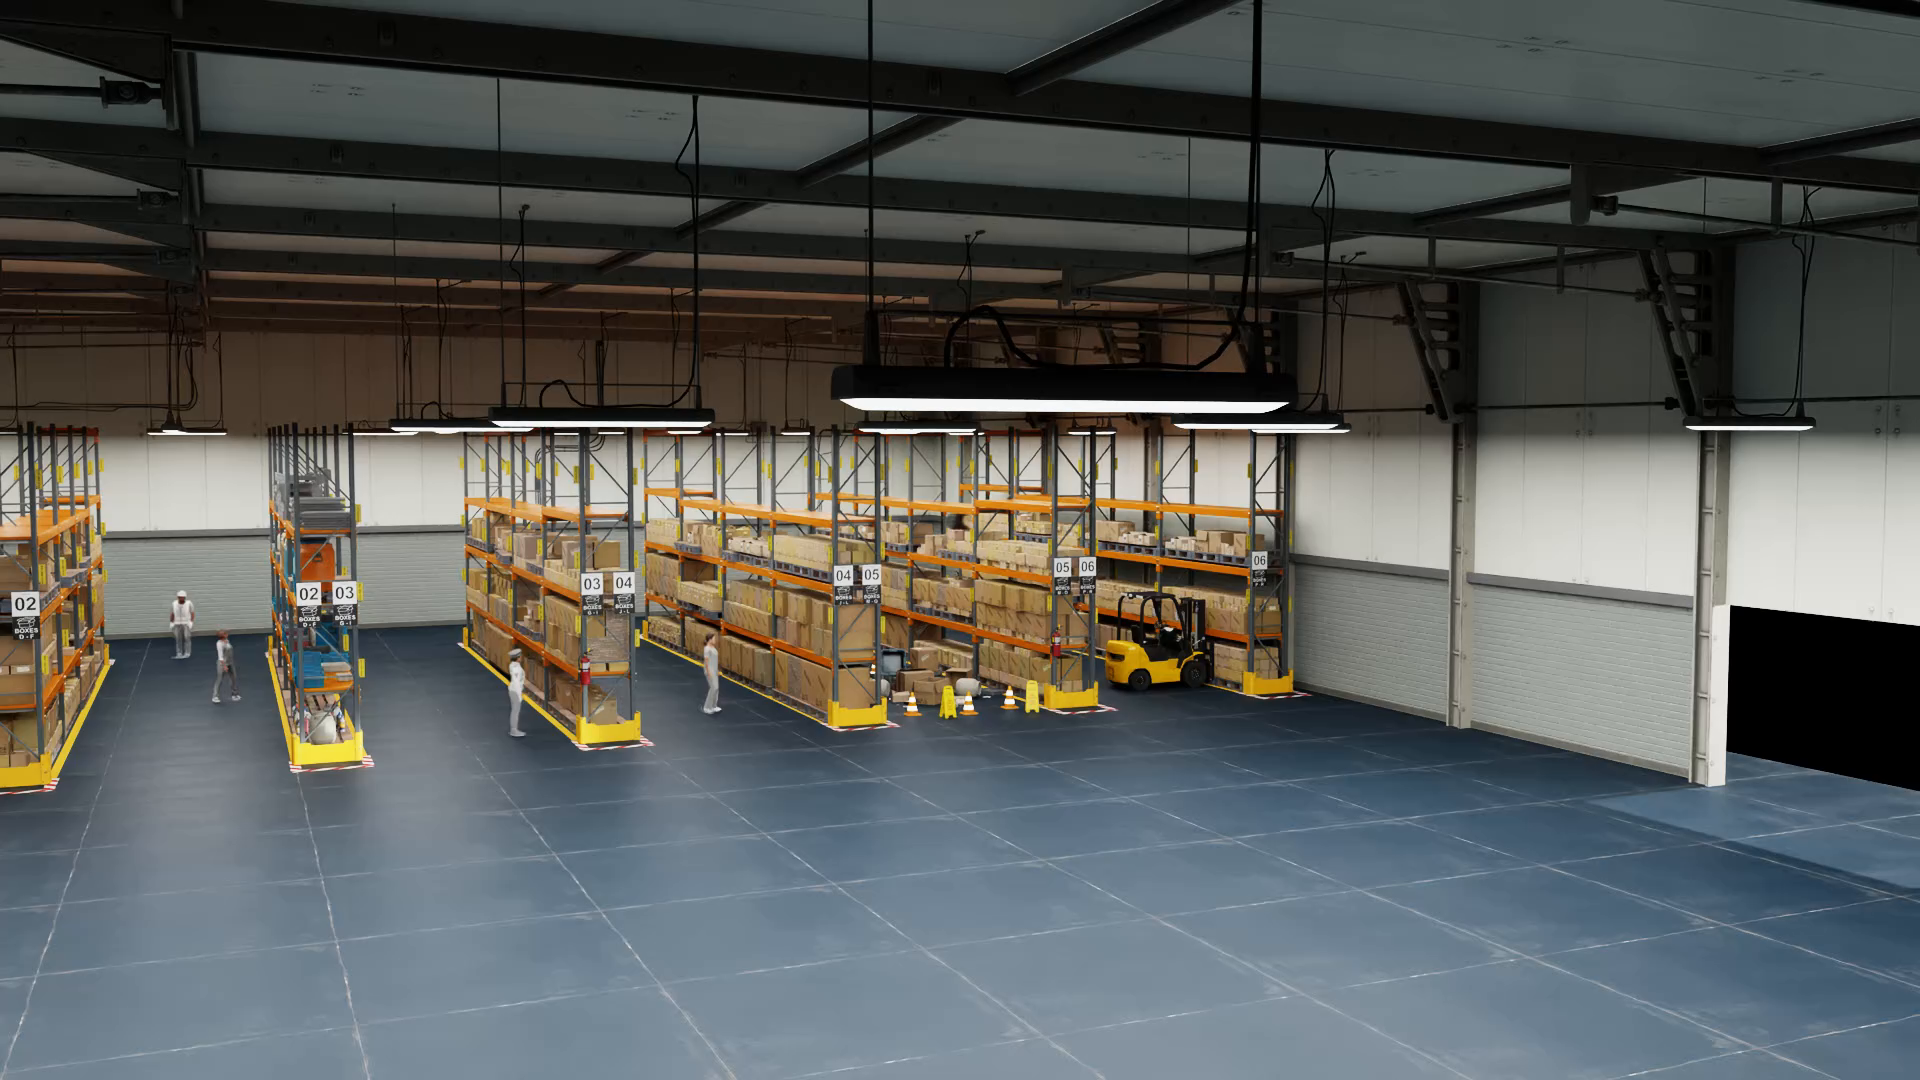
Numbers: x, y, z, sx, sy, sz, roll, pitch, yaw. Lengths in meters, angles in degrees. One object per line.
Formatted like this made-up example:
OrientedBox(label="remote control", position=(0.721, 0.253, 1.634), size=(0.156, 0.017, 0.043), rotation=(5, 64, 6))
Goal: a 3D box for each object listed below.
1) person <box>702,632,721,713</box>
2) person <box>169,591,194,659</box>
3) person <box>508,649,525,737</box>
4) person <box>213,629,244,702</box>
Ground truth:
OrientedBox(label="person", position=(-5.210, 2.794, 34.882), size=(0.388, 1.724, 0.511), rotation=(1, 4, 12))
OrientedBox(label="person", position=(-20.208, 2.198, 43.173), size=(0.609, 1.789, 0.440), rotation=(-1, 4, -11))
OrientedBox(label="person", position=(-8.516, 2.929, 31.942), size=(0.351, 1.694, 0.528), rotation=(0, 4, -8))
OrientedBox(label="person", position=(-15.956, 2.729, 36.144), size=(0.495, 1.621, 0.552), rotation=(1, 4, 15))
